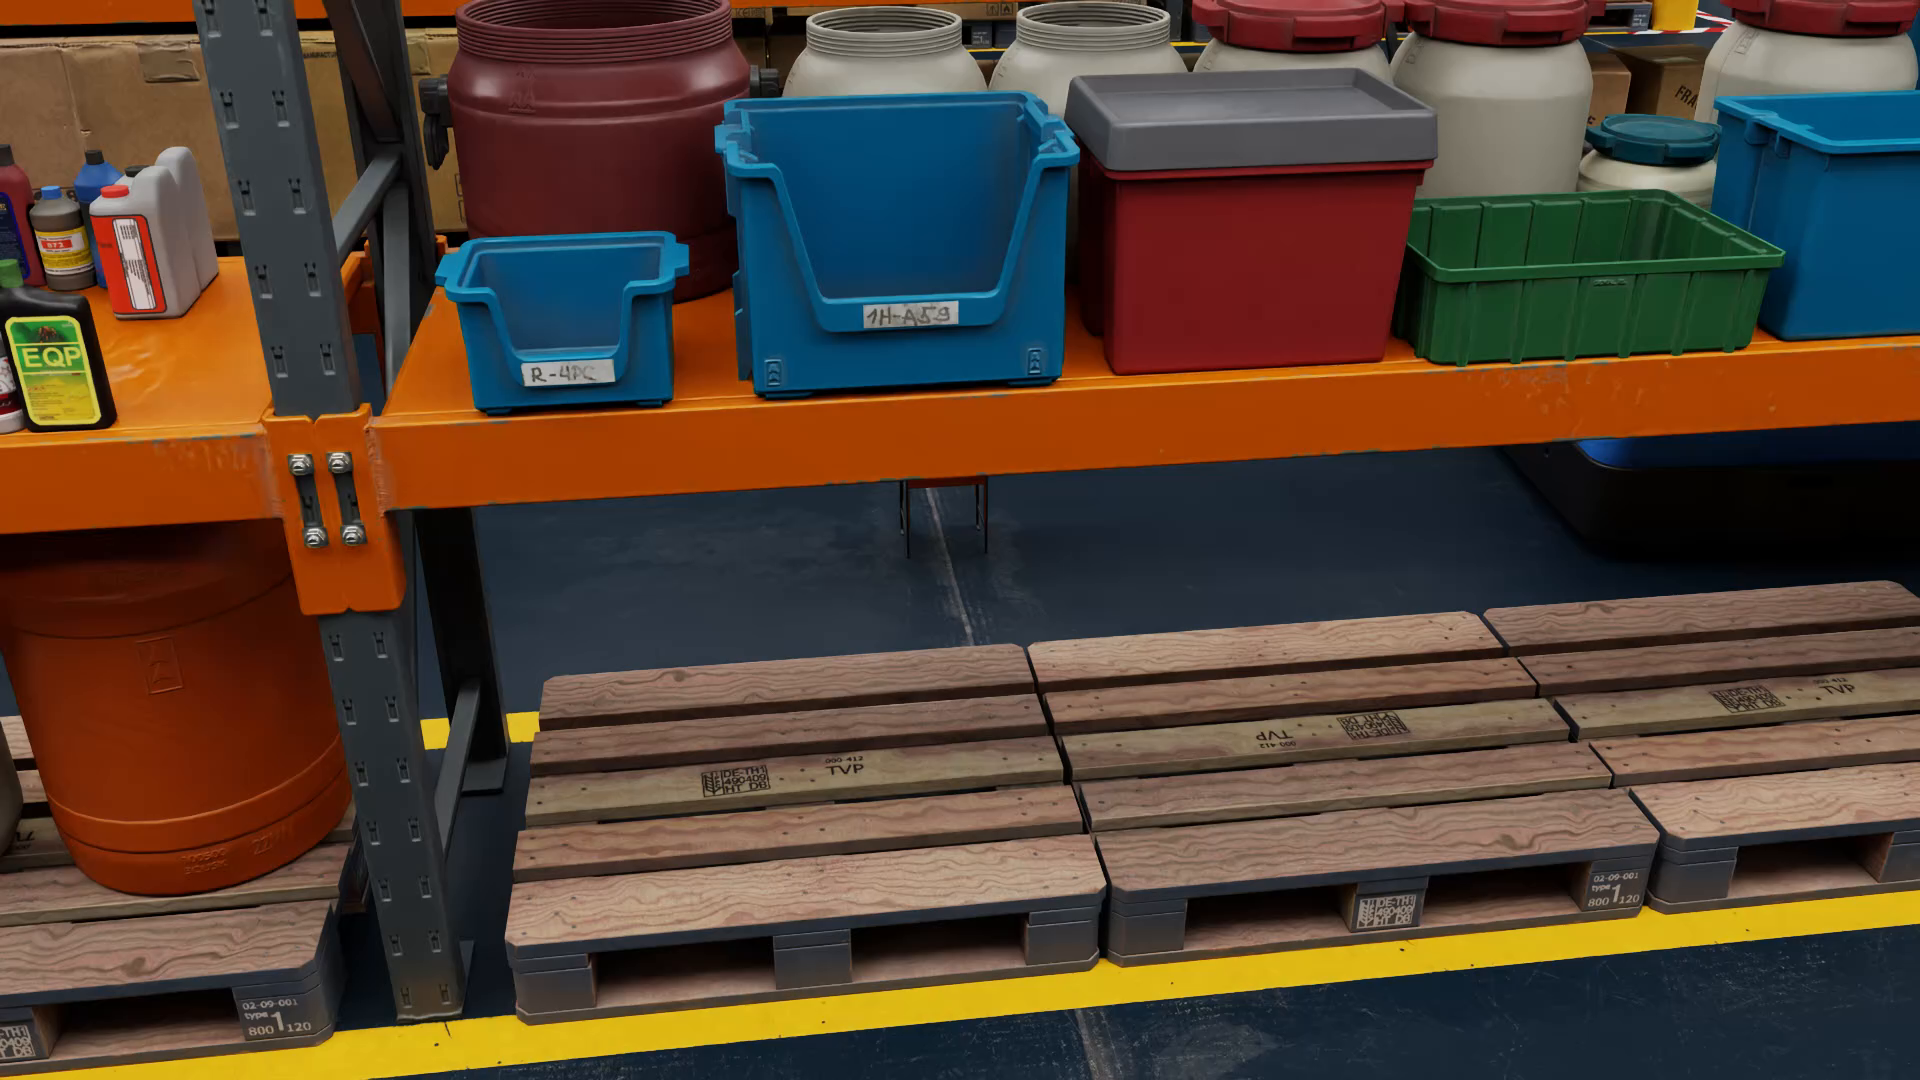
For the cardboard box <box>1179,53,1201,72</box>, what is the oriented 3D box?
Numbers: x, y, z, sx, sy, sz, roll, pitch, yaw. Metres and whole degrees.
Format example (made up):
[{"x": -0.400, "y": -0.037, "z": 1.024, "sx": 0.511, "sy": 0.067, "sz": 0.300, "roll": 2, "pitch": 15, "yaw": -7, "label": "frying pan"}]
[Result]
[{"x": 1.046, "y": -2.114, "z": 8.341, "sx": 0.500, "sy": 0.500, "sz": 0.700, "roll": -4, "pitch": 27, "yaw": -7, "label": "cardboard box"}]

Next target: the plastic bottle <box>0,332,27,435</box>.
[{"x": -1.597, "y": -0.282, "z": 2.732, "sx": 0.097, "sy": 0.201, "sz": 0.097, "roll": 0, "pitch": 27, "yaw": 0, "label": "plastic bottle"}]

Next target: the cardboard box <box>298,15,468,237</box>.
[{"x": -2.515, "y": -2.035, "z": 7.797, "sx": 0.875, "sy": 0.875, "sz": 1.225, "roll": -5, "pitch": 28, "yaw": -10, "label": "cardboard box"}]

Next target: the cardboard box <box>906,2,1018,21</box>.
[{"x": -0.017, "y": -4.377, "z": 12.498, "sx": 0.750, "sy": 0.750, "sz": 1.050, "roll": -4, "pitch": 27, "yaw": -7, "label": "cardboard box"}]

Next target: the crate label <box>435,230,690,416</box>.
[{"x": -0.669, "y": -0.371, "z": 2.871, "sx": 0.416, "sy": 0.233, "sz": 0.303, "roll": -4, "pitch": 27, "yaw": -7, "label": "crate label"}]

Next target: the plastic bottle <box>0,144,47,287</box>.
[{"x": -1.944, "y": -0.655, "z": 3.368, "sx": 0.133, "sy": 0.283, "sz": 0.061, "roll": -4, "pitch": 27, "yaw": -7, "label": "plastic bottle"}]

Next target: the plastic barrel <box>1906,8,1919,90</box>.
[{"x": 2.398, "y": -1.178, "z": 3.712, "sx": 0.708, "sy": 0.901, "sz": 0.600, "roll": -4, "pitch": 27, "yaw": -7, "label": "plastic barrel"}]

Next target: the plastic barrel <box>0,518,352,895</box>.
[{"x": -1.621, "y": 0.229, "z": 3.435, "sx": 0.708, "sy": 0.830, "sz": 0.600, "roll": -4, "pitch": 27, "yaw": -7, "label": "plastic barrel"}]

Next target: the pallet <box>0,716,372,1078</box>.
[{"x": -1.914, "y": 0.721, "z": 3.613, "sx": 1.213, "sy": 0.211, "sz": 1.003, "roll": -4, "pitch": 27, "yaw": -7, "label": "pallet"}]

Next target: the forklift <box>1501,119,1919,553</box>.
[{"x": 3.385, "y": -1.520, "z": 5.002, "sx": 3.031, "sy": 2.935, "sz": 1.130, "roll": -2, "pitch": 27, "yaw": -4, "label": "forklift"}]

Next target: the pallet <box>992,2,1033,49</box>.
[{"x": 0.788, "y": -4.007, "z": 12.828, "sx": 1.213, "sy": 0.211, "sz": 1.003, "roll": -4, "pitch": 27, "yaw": -7, "label": "pallet"}]

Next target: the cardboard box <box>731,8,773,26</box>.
[{"x": -1.804, "y": -4.260, "z": 12.271, "sx": 0.750, "sy": 0.750, "sz": 1.050, "roll": -4, "pitch": 27, "yaw": -8, "label": "cardboard box"}]

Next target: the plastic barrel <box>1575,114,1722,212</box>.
[{"x": 1.490, "y": -0.767, "z": 3.610, "sx": 0.301, "sy": 0.262, "sz": 0.301, "roll": 0, "pitch": 27, "yaw": 0, "label": "plastic barrel"}]

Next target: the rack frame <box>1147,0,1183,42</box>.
[{"x": 1.541, "y": -5.331, "z": 12.353, "sx": 0.127, "sy": 3.000, "sz": 1.000, "roll": -4, "pitch": 27, "yaw": -7, "label": "rack frame"}]

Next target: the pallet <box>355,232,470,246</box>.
[{"x": -2.620, "y": -1.571, "z": 8.080, "sx": 1.213, "sy": 0.211, "sz": 1.003, "roll": -4, "pitch": 27, "yaw": -7, "label": "pallet"}]

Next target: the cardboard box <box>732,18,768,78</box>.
[{"x": -1.169, "y": -2.301, "z": 7.883, "sx": 0.500, "sy": 0.250, "sz": 0.500, "roll": -3, "pitch": 27, "yaw": -5, "label": "cardboard box"}]

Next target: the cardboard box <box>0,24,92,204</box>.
[{"x": -4.274, "y": -1.922, "z": 7.577, "sx": 0.875, "sy": 0.875, "sz": 1.225, "roll": -5, "pitch": 28, "yaw": -9, "label": "cardboard box"}]

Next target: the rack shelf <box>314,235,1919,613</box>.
[{"x": 0.842, "y": -0.396, "z": 3.523, "sx": 4.000, "sy": 0.370, "sz": 1.077, "roll": -4, "pitch": 27, "yaw": -7, "label": "rack shelf"}]

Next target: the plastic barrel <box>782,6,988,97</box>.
[{"x": -0.150, "y": -0.800, "z": 3.401, "sx": 0.421, "sy": 0.512, "sz": 0.421, "roll": 0, "pitch": 27, "yaw": 0, "label": "plastic barrel"}]

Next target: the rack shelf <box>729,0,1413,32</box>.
[{"x": 0.152, "y": -2.635, "z": 7.887, "sx": 4.000, "sy": 0.370, "sz": 1.077, "roll": -4, "pitch": 27, "yaw": -7, "label": "rack shelf"}]

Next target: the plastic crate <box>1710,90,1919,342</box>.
[{"x": 1.773, "y": -0.625, "z": 3.200, "sx": 0.575, "sy": 0.384, "sz": 0.392, "roll": -4, "pitch": 27, "yaw": -7, "label": "plastic crate"}]

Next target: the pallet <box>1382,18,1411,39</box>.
[{"x": 3.516, "y": -4.182, "z": 13.169, "sx": 1.213, "sy": 0.211, "sz": 1.003, "roll": -4, "pitch": 27, "yaw": -7, "label": "pallet"}]

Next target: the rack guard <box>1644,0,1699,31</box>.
[{"x": 5.526, "y": -4.474, "z": 13.423, "sx": 0.348, "sy": 0.500, "sz": 1.175, "roll": -4, "pitch": 27, "yaw": -7, "label": "rack guard"}]

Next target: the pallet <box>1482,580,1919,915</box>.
[{"x": 2.050, "y": 0.465, "z": 4.112, "sx": 1.213, "sy": 0.211, "sz": 1.003, "roll": -4, "pitch": 27, "yaw": -7, "label": "pallet"}]

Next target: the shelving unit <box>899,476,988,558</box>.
[{"x": -0.053, "y": -0.464, "z": 5.004, "sx": 0.252, "sy": 1.050, "sz": 0.215, "roll": -4, "pitch": 27, "yaw": -7, "label": "shelving unit"}]

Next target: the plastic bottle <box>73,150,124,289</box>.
[{"x": -1.731, "y": -0.655, "z": 3.381, "sx": 0.097, "sy": 0.271, "sz": 0.097, "roll": 0, "pitch": 27, "yaw": 0, "label": "plastic bottle"}]

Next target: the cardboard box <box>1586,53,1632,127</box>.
[{"x": 3.100, "y": -2.204, "z": 8.538, "sx": 0.500, "sy": 0.500, "sz": 0.500, "roll": 5, "pitch": 28, "yaw": 9, "label": "cardboard box"}]

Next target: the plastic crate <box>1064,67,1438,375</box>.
[{"x": 0.504, "y": -0.581, "z": 3.027, "sx": 0.583, "sy": 0.464, "sz": 0.402, "roll": -4, "pitch": 27, "yaw": -7, "label": "plastic crate"}]

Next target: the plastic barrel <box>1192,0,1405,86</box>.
[{"x": 0.689, "y": -0.867, "z": 3.506, "sx": 0.433, "sy": 0.535, "sz": 0.433, "roll": 0, "pitch": 27, "yaw": 0, "label": "plastic barrel"}]

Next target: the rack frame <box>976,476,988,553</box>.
[{"x": 0.068, "y": -0.471, "z": 5.019, "sx": 0.008, "sy": 1.050, "sz": 0.200, "roll": -4, "pitch": 27, "yaw": -7, "label": "rack frame"}]

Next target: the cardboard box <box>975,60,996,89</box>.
[{"x": -0.060, "y": -2.043, "z": 8.202, "sx": 0.500, "sy": 0.500, "sz": 0.700, "roll": -1, "pitch": 27, "yaw": -3, "label": "cardboard box"}]

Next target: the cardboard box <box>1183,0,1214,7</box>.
[{"x": 2.174, "y": -4.580, "z": 12.759, "sx": 0.875, "sy": 0.875, "sz": 0.875, "roll": -3, "pitch": 27, "yaw": -6, "label": "cardboard box"}]

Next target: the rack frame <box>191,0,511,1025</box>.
[{"x": -1.139, "y": -0.588, "z": 3.111, "sx": 0.127, "sy": 3.000, "sz": 1.000, "roll": -4, "pitch": 27, "yaw": -7, "label": "rack frame"}]

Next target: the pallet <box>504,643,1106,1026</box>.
[{"x": -0.366, "y": 0.620, "z": 3.810, "sx": 1.213, "sy": 0.211, "sz": 1.003, "roll": -4, "pitch": 27, "yaw": -7, "label": "pallet"}]
